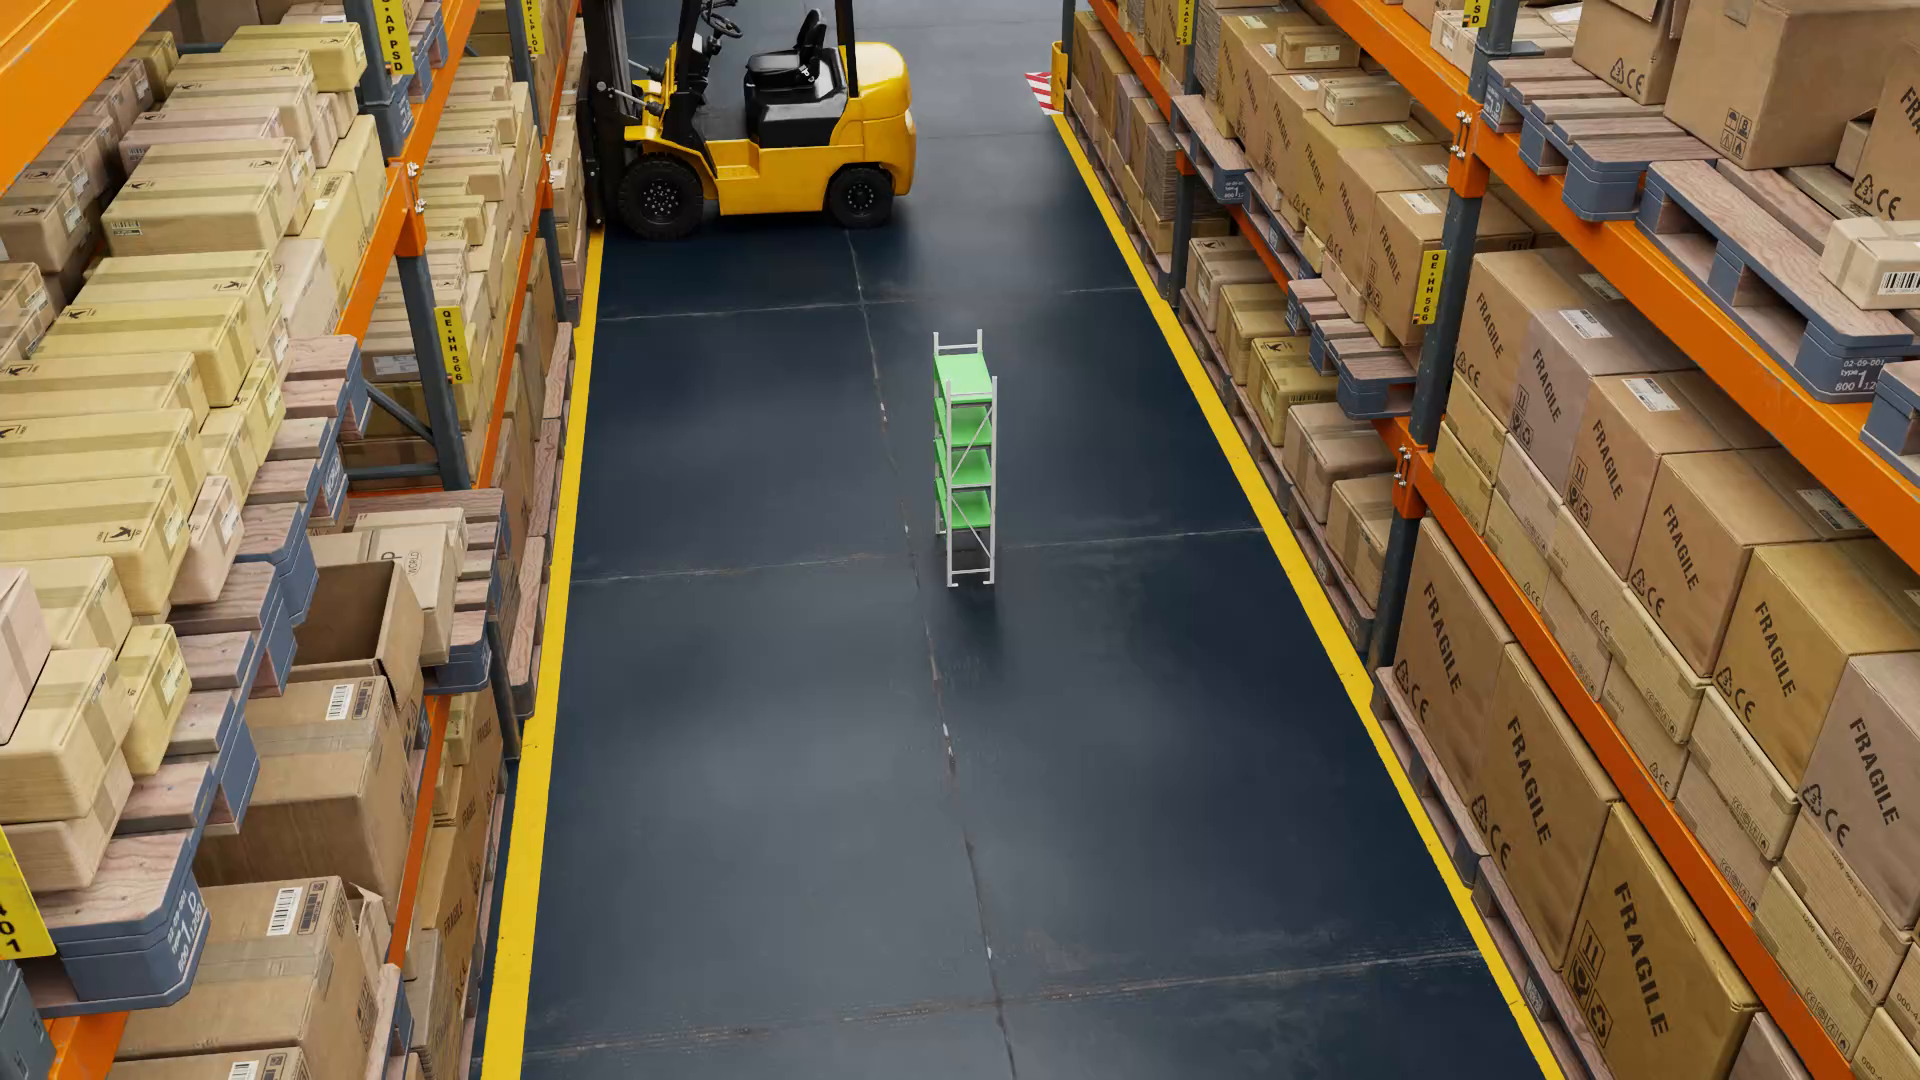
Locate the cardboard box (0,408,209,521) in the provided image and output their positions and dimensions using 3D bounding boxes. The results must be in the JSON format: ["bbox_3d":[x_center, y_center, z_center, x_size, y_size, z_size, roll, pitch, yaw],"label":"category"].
[{"bbox_3d":[-1.697,-0.119,3.224,0.380,0.149,0.250,-5,35,-7],"label":"cardboard box"}]

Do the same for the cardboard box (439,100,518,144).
[{"bbox_3d":[-2.542,-2.196,8.773,0.380,0.149,0.250,-5,35,-8],"label":"cardboard box"}]

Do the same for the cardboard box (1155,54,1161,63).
[{"bbox_3d":[1.547,-3.341,11.341,0.380,0.149,0.250,-5,35,-7],"label":"cardboard box"}]

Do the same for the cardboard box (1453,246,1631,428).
[{"bbox_3d":[2.272,-0.787,6.393,0.500,0.500,0.500,-5,35,-8],"label":"cardboard box"}]

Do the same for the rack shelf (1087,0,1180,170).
[{"bbox_3d":[1.641,-3.677,12.250,1.077,0.370,4.000,-4,35,-6],"label":"rack shelf"}]

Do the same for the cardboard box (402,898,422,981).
[{"bbox_3d":[-2.002,1.342,5.517,0.380,0.149,0.250,-6,35,-9],"label":"cardboard box"}]

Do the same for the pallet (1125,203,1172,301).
[{"bbox_3d":[1.785,-2.078,11.741,1.003,0.211,1.213,-4,35,-6],"label":"pallet"}]

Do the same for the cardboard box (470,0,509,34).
[{"bbox_3d":[-2.757,-3.113,9.854,0.380,0.149,0.250,-4,34,-5],"label":"cardboard box"}]

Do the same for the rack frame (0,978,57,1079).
[{"bbox_3d":[-1.932,1.984,3.304,1.000,3.000,0.127,-4,35,-6],"label":"rack frame"}]

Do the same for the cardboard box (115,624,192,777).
[{"bbox_3d":[-1.579,0.289,2.888,0.380,0.149,0.250,-4,34,-6],"label":"cardboard box"}]

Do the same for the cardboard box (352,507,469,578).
[{"bbox_3d":[-2.002,0.020,6.037,0.380,0.149,0.250,-4,34,-5],"label":"cardboard box"}]

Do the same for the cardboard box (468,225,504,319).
[{"bbox_3d":[-2.406,-1.232,7.712,0.500,0.250,0.500,-5,35,-8],"label":"cardboard box"}]

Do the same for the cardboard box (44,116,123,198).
[{"bbox_3d":[-2.571,-1.060,4.622,0.380,0.149,0.250,-3,34,-5],"label":"cardboard box"}]

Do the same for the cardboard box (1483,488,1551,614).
[{"bbox_3d":[2.351,0.013,6.329,0.500,0.250,0.500,-5,35,-8],"label":"cardboard box"}]

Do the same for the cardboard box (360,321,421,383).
[{"bbox_3d":[-2.221,-0.758,6.662,0.380,0.149,0.250,-3,34,-5],"label":"cardboard box"}]

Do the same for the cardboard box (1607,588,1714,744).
[{"bbox_3d":[2.450,0.382,5.343,0.500,0.250,0.500,-4,34,-6],"label":"cardboard box"}]

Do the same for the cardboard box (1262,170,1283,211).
[{"bbox_3d":[1.819,-1.866,8.804,0.380,0.149,0.250,-3,34,-5],"label":"cardboard box"}]

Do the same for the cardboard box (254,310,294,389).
[{"bbox_3d":[-1.810,-0.419,3.928,0.380,0.149,0.250,-4,34,-5],"label":"cardboard box"}]

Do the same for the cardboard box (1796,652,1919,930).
[{"bbox_3d":[2.600,0.633,4.310,0.500,0.500,0.500,-4,34,-5],"label":"cardboard box"}]

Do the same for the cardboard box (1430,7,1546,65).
[{"bbox_3d":[2.156,-2.060,6.797,0.380,0.149,0.250,-4,35,-6],"label":"cardboard box"}]

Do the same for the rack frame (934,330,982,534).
[{"bbox_3d":[-0.011,-0.540,8.605,0.240,1.200,0.015,-4,35,-6],"label":"rack frame"}]

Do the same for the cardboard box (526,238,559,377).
[{"bbox_3d":[-2.927,-1.382,9.979,0.875,0.625,0.625,-3,34,-4],"label":"cardboard box"}]

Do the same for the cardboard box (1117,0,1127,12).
[{"bbox_3d":[1.380,-4.113,11.898,0.500,0.500,0.500,-5,35,-7],"label":"cardboard box"}]

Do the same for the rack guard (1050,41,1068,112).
[{"bbox_3d":[1.382,-4.015,14.327,1.175,0.500,0.348,-4,35,-6],"label":"rack guard"}]

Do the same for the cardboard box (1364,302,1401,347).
[{"bbox_3d":[2.063,-1.005,7.540,0.380,0.149,0.250,-4,34,-6],"label":"cardboard box"}]

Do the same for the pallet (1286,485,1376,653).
[{"bbox_3d":[2.344,0.090,8.559,1.003,0.211,1.213,-4,35,-6],"label":"pallet"}]

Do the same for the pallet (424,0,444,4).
[{"bbox_3d":[-2.803,-2.406,7.249,1.003,0.211,1.213,-3,34,-4],"label":"pallet"}]

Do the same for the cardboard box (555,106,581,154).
[{"bbox_3d":[-2.899,-2.787,11.486,0.500,0.250,0.500,-3,34,-5],"label":"cardboard box"}]

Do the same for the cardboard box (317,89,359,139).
[{"bbox_3d":[-2.184,-1.411,5.401,0.380,0.149,0.250,-4,34,-5],"label":"cardboard box"}]

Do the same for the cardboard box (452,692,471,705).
[{"bbox_3d":[-2.153,0.600,6.606,0.380,0.149,0.250,-6,35,-9],"label":"cardboard box"}]

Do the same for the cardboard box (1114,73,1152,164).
[{"bbox_3d":[1.425,-3.084,12.143,0.500,0.500,0.500,-3,34,-4],"label":"cardboard box"}]

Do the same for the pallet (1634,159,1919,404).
[{"bbox_3d":[2.740,-0.809,4.906,1.003,0.211,1.213,-3,34,-4],"label":"pallet"}]

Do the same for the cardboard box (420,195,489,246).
[{"bbox_3d":[-2.405,-1.477,7.718,0.380,0.149,0.250,-4,34,-5],"label":"cardboard box"}]

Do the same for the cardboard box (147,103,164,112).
[{"bbox_3d":[-2.641,-1.228,5.132,0.380,0.149,0.250,-5,35,-7],"label":"cardboard box"}]

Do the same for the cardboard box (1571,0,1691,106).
[{"bbox_3d":[2.648,-1.883,5.850,0.797,0.503,0.637,-6,35,-9],"label":"cardboard box"}]

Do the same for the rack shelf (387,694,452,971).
[{"bbox_3d":[-2.201,1.165,5.144,1.077,0.370,4.000,-4,35,-6],"label":"rack shelf"}]

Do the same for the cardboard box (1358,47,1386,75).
[{"bbox_3d":[2.331,-2.391,8.997,0.500,0.500,0.500,-3,34,-5],"label":"cardboard box"}]

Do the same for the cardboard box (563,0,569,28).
[{"bbox_3d":[-3.090,-3.923,11.883,0.500,0.500,0.500,-5,35,-7],"label":"cardboard box"}]

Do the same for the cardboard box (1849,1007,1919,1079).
[{"bbox_3d":[2.676,1.437,4.240,0.500,0.250,0.500,-5,35,-8],"label":"cardboard box"}]

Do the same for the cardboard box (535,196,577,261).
[{"bbox_3d":[-2.767,-2.018,10.800,0.500,0.250,0.500,-5,35,-7],"label":"cardboard box"}]

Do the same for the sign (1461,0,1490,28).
[{"bbox_3d":[1.910,-2.039,6.085,0.100,0.325,0.005,-4,35,-6],"label":"sign"}]

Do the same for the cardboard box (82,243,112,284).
[{"bbox_3d":[-2.037,-0.691,4.344,0.380,0.149,0.250,-3,34,-5],"label":"cardboard box"}]

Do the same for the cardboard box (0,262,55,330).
[{"bbox_3d":[-2.321,-0.506,3.792,0.380,0.149,0.250,-4,34,-5],"label":"cardboard box"}]

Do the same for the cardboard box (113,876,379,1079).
[{"bbox_3d":[-1.845,1.193,4.003,0.700,0.500,0.500,-4,34,-6],"label":"cardboard box"}]

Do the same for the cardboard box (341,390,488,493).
[{"bbox_3d":[-2.288,-0.452,7.012,0.500,0.250,0.500,-4,35,-6],"label":"cardboard box"}]

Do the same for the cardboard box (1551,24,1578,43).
[{"bbox_3d":[2.574,-1.951,6.637,0.380,0.149,0.250,-4,35,-6],"label":"cardboard box"}]

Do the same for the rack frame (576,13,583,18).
[{"bbox_3d":[-3.546,-4.712,13.130,1.000,3.000,0.127,-4,35,-6],"label":"rack frame"}]

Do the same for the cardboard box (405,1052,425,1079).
[{"bbox_3d":[-1.918,1.981,5.155,0.500,0.500,0.500,-5,35,-8],"label":"cardboard box"}]

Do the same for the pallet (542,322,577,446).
[{"bbox_3d":[-2.870,-0.920,10.041,1.003,0.211,1.213,-4,35,-6],"label":"pallet"}]

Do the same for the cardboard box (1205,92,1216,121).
[{"bbox_3d":[1.671,-2.596,9.874,0.380,0.149,0.250,-4,34,-6],"label":"cardboard box"}]

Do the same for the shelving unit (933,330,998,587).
[{"bbox_3d":[0.022,-0.403,8.405,0.258,1.200,0.503,-4,35,-6],"label":"shelving unit"}]

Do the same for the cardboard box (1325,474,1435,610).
[{"bbox_3d":[2.382,-0.030,8.220,0.950,0.372,0.625,-7,35,-10],"label":"cardboard box"}]

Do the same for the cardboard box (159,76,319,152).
[{"bbox_3d":[-2.114,-1.245,4.893,0.380,0.149,0.250,-5,35,-8],"label":"cardboard box"}]

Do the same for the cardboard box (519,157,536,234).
[{"bbox_3d":[-2.608,-1.877,9.102,0.500,0.250,0.500,-5,35,-7],"label":"cardboard box"}]

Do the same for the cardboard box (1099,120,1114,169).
[{"bbox_3d":[1.354,-3.068,12.785,0.500,0.250,0.500,-2,34,-3],"label":"cardboard box"}]

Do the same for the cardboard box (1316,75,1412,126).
[{"bbox_3d":[1.948,-2.124,8.029,0.380,0.149,0.250,-6,35,-9],"label":"cardboard box"}]

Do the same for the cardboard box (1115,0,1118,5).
[{"bbox_3d":[1.368,-4.058,12.392,0.380,0.149,0.250,-3,34,-5],"label":"cardboard box"}]

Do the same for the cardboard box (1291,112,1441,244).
[{"bbox_3d":[1.962,-1.766,8.080,0.500,0.500,0.500,-7,35,-10],"label":"cardboard box"}]
